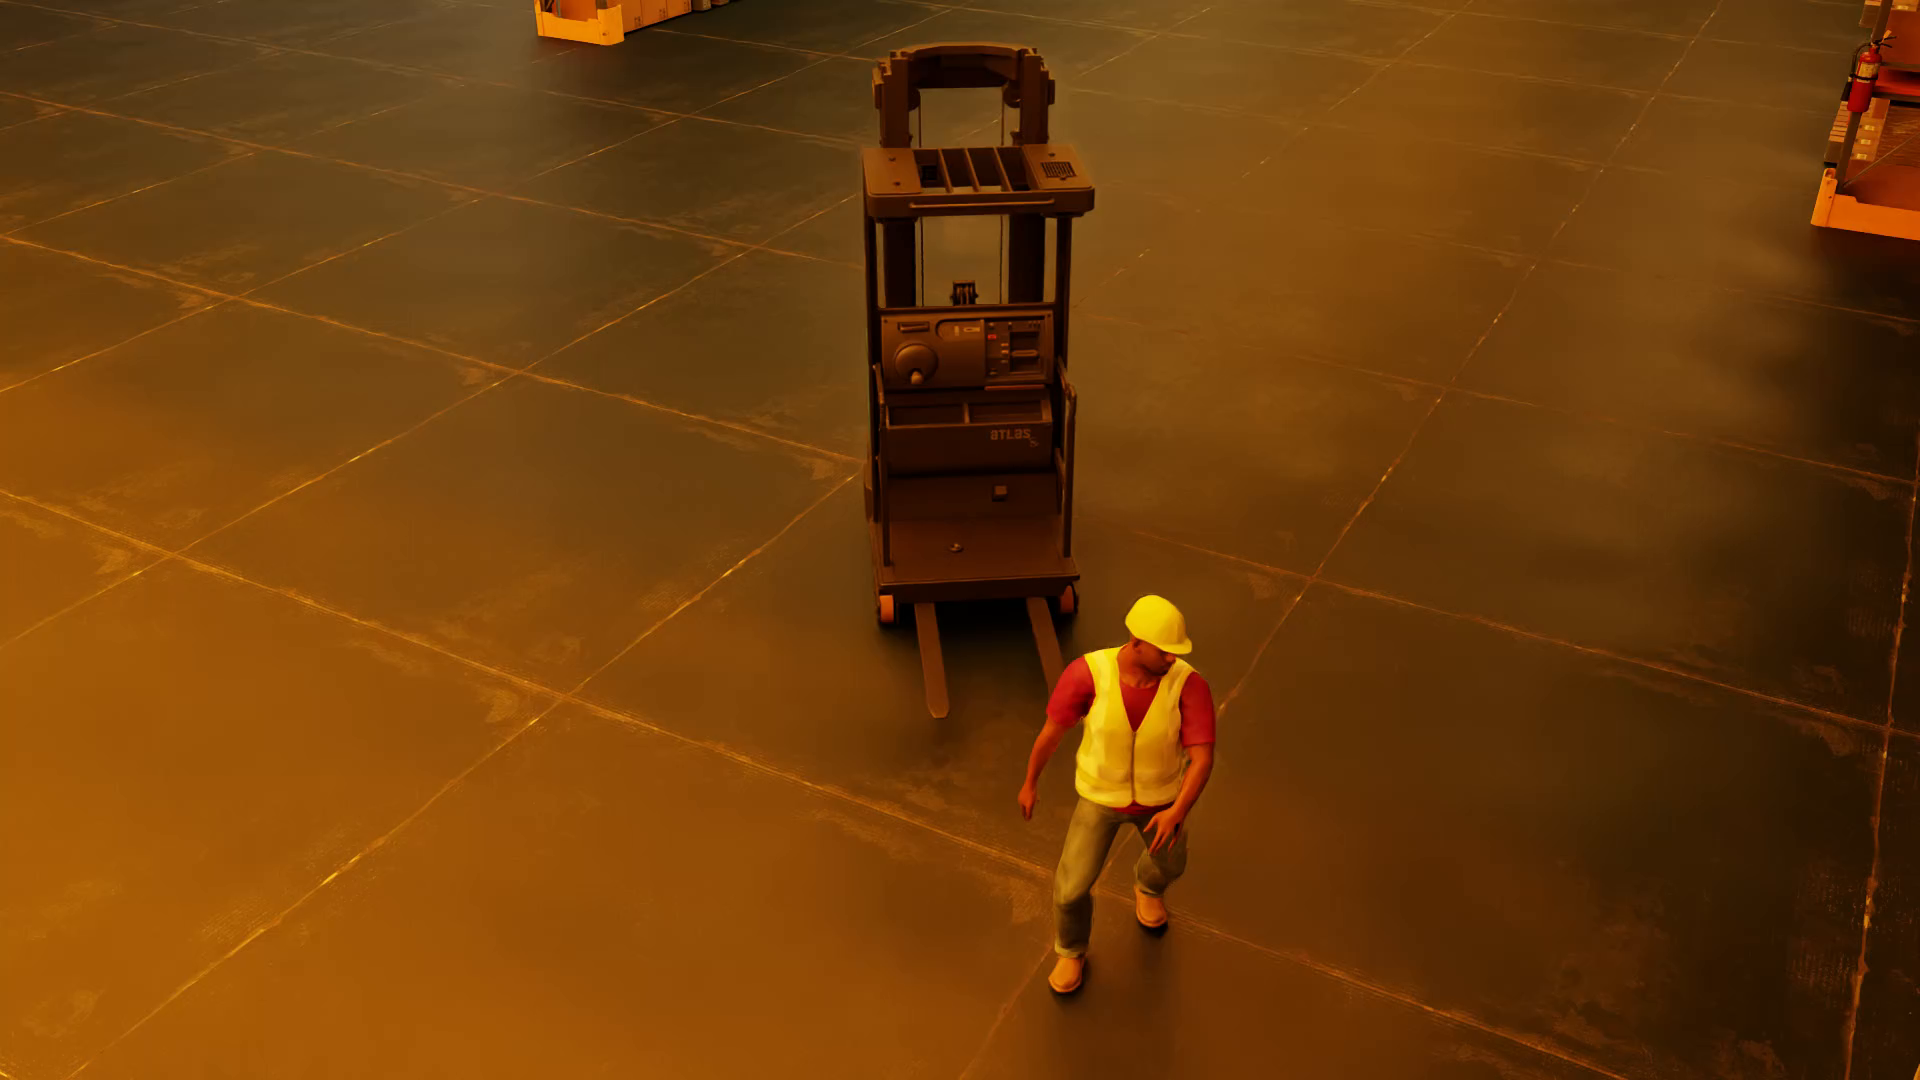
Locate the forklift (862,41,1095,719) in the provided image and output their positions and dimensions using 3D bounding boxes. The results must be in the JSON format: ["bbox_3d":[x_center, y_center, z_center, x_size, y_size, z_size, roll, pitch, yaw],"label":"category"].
[{"bbox_3d":[0.065,-0.982,8.772,1.130,2.935,3.031,-3,30,-5],"label":"forklift"}]

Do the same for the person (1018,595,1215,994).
[{"bbox_3d":[0.612,1.012,6.574,0.753,1.690,0.817,-2,30,-4],"label":"person"}]
